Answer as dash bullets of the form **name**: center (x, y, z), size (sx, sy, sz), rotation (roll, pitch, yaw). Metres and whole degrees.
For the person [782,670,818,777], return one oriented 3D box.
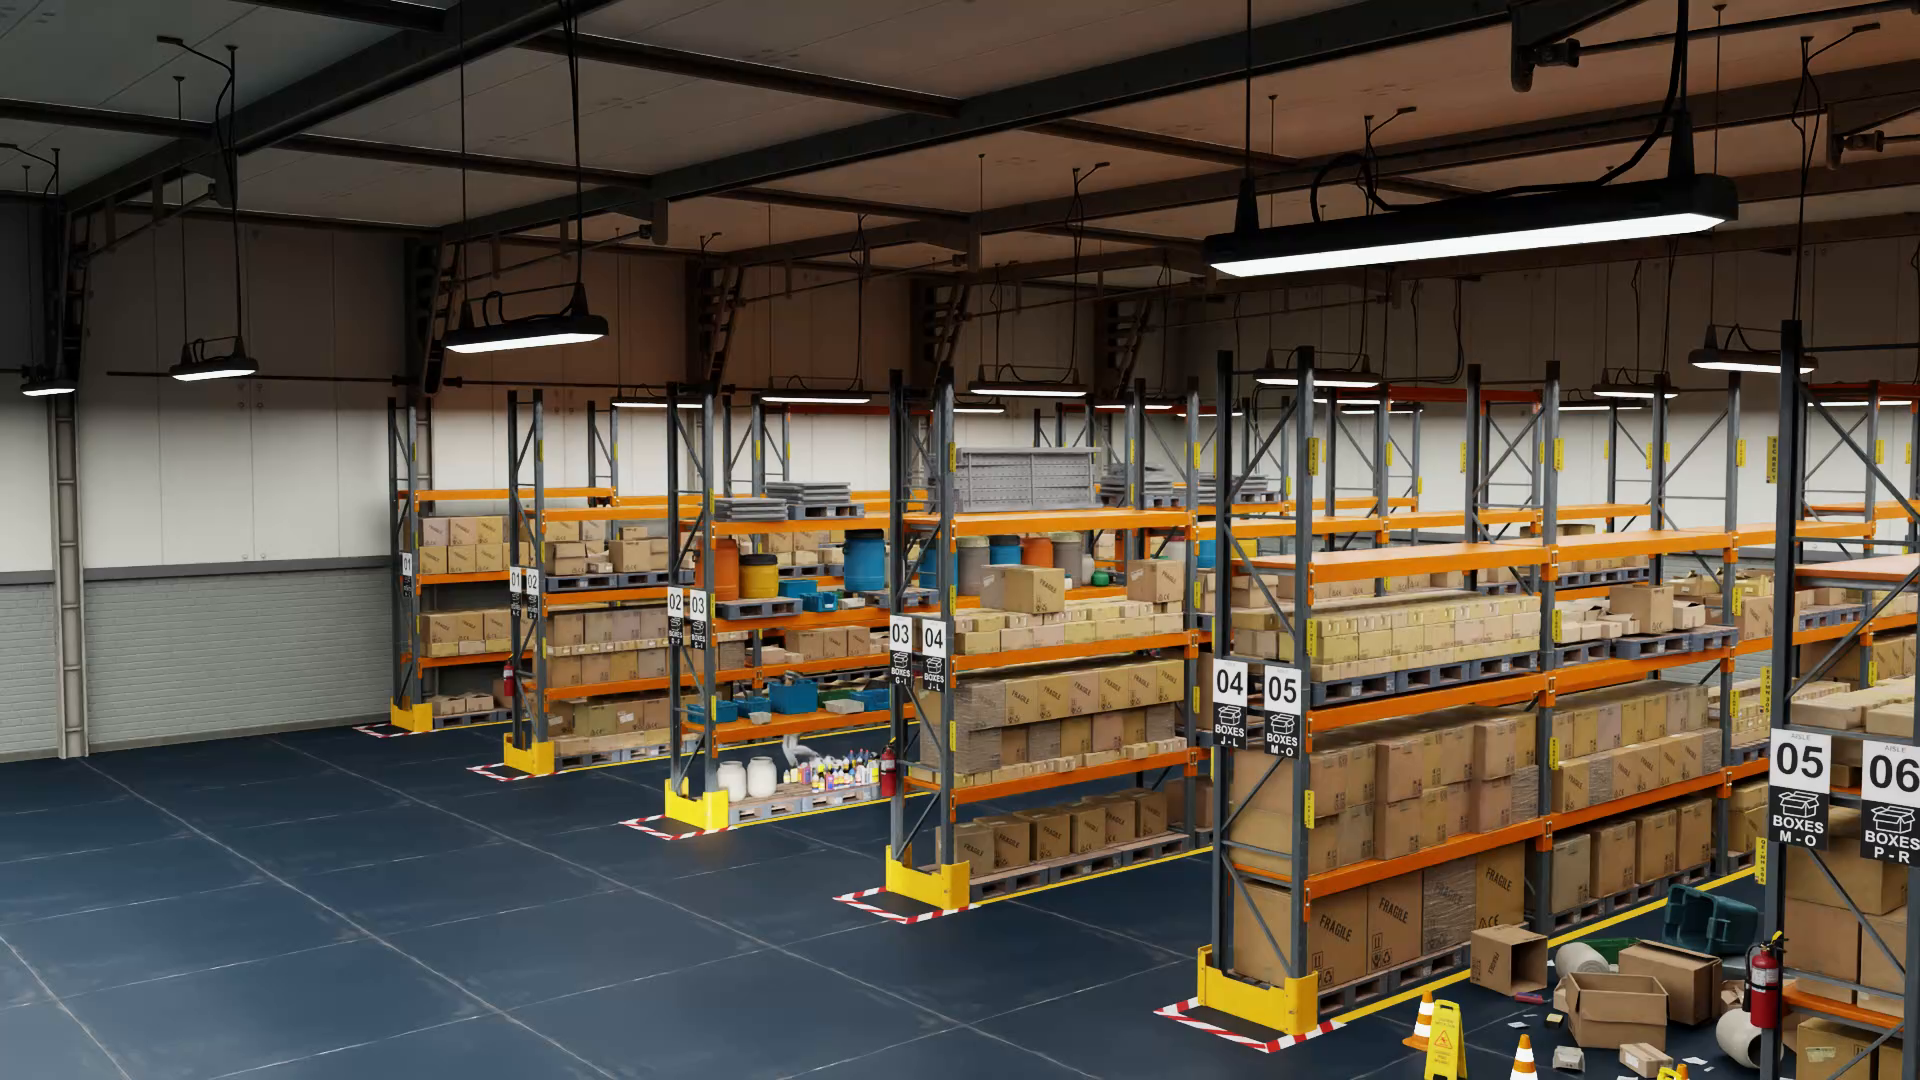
- **person**: center (-2.503, 2.845, 25.807), size (0.569, 1.646, 0.547), rotation (-2, 4, -28)

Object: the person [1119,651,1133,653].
- **person**: center (3.126, 2.354, 32.919), size (1.078, 1.722, 0.605), rotation (-3, 4, -41)
